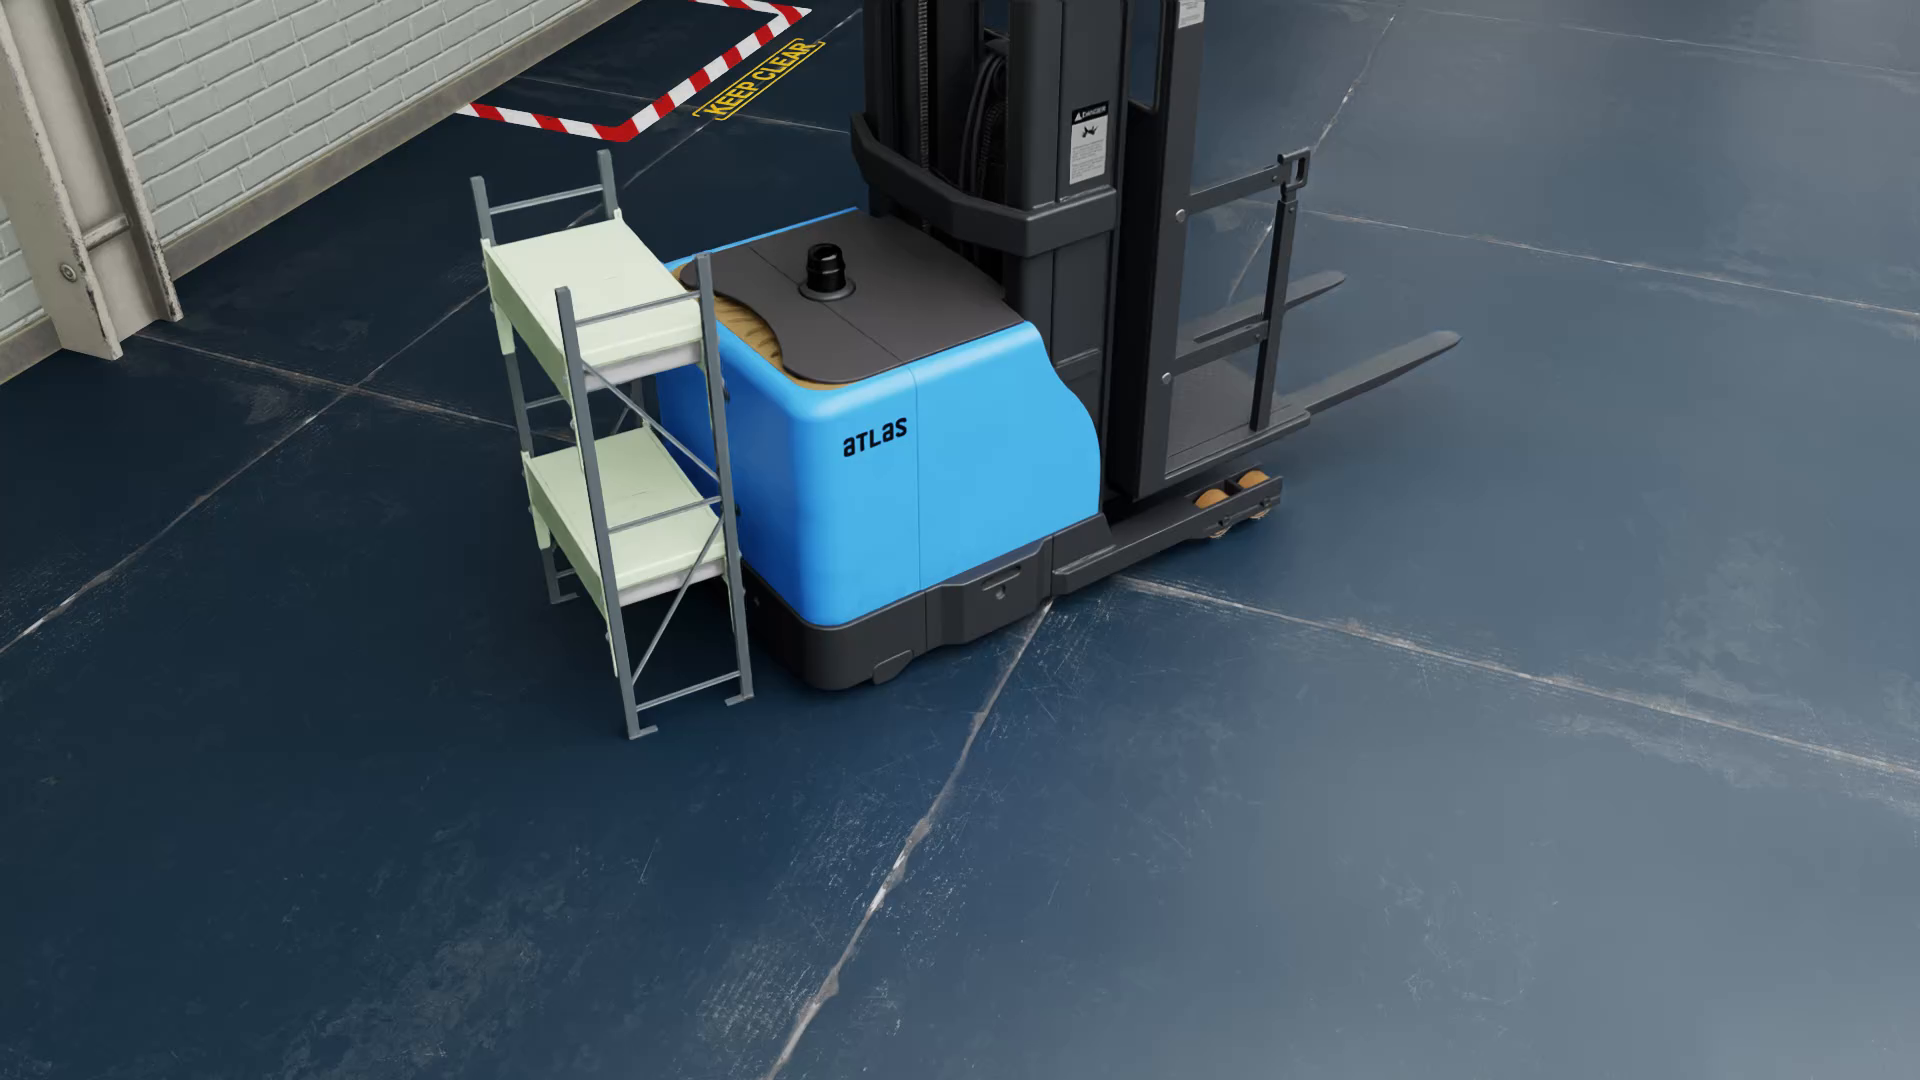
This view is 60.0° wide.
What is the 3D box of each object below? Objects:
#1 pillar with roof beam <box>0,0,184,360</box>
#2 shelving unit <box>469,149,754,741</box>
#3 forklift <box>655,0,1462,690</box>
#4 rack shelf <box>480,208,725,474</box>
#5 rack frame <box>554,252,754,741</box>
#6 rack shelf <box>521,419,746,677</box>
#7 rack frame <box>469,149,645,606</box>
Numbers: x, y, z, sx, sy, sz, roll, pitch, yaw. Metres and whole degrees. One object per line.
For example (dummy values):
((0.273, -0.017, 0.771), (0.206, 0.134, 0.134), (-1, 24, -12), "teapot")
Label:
((0.494, -3.494, 2.908), (9.100, 9.000, 0.400), (14, 39, 18), "pillar with roof beam")
((-0.993, -0.258, 4.842), (0.431, 1.500, 0.755), (-19, 41, -23), "shelving unit")
((0.517, -1.418, 5.198), (3.031, 2.935, 1.130), (-23, 43, -28), "forklift")
((-0.993, -0.570, 4.608), (0.431, 0.370, 0.720), (-19, 41, -23), "rack shelf")
((-0.813, -0.067, 4.587), (0.400, 1.500, 0.023), (-19, 41, -23), "rack frame")
((-0.993, 0.003, 5.037), (0.431, 0.370, 0.720), (-19, 41, -23), "rack shelf")
((-1.172, -0.449, 5.098), (0.400, 1.500, 0.023), (-19, 41, -23), "rack frame")
